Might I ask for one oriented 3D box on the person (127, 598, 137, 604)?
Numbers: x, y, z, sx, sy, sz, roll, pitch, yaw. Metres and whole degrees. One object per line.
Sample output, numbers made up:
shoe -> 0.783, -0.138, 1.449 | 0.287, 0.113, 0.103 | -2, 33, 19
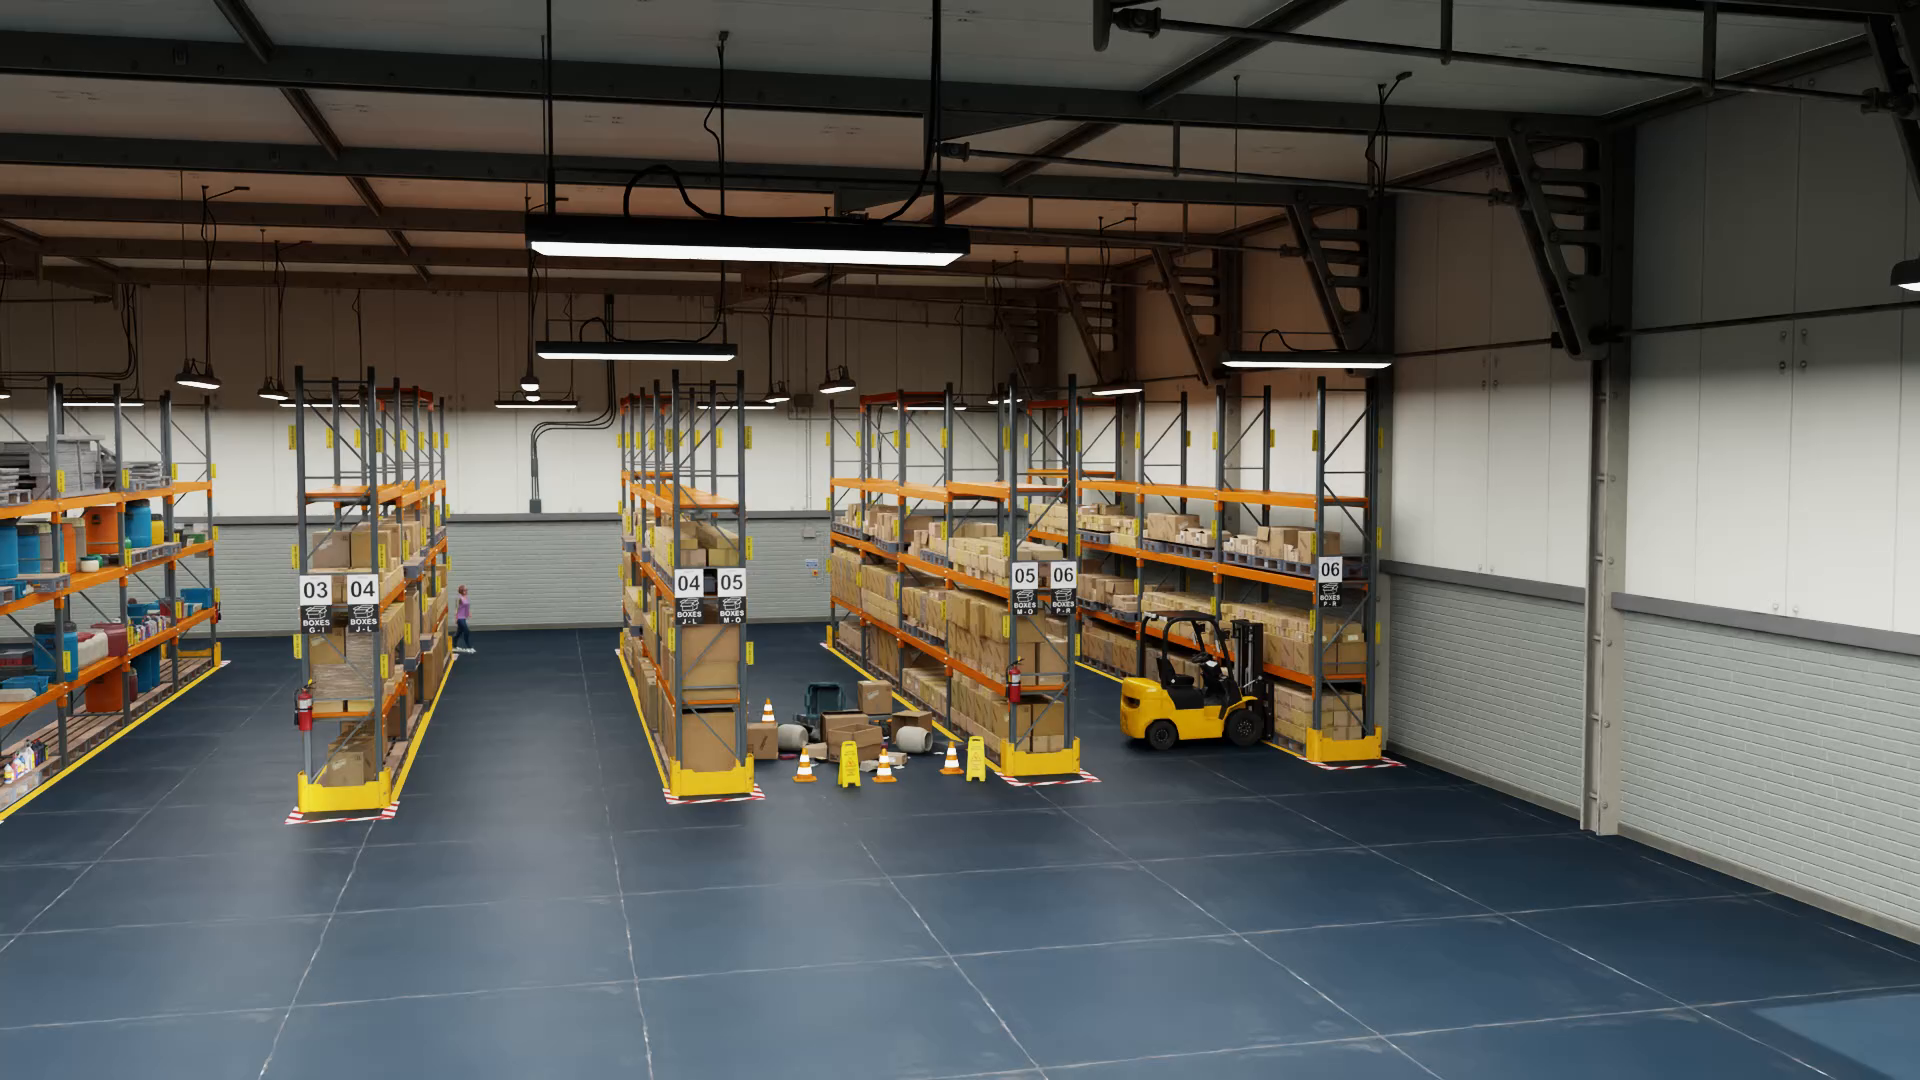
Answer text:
person -> -17.583, 2.052, 35.264 | 0.482, 1.663, 0.450 | -2, 4, -36

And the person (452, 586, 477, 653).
person -> -11.740, 1.874, 39.317 | 0.696, 1.607, 0.423 | 0, 3, 4
